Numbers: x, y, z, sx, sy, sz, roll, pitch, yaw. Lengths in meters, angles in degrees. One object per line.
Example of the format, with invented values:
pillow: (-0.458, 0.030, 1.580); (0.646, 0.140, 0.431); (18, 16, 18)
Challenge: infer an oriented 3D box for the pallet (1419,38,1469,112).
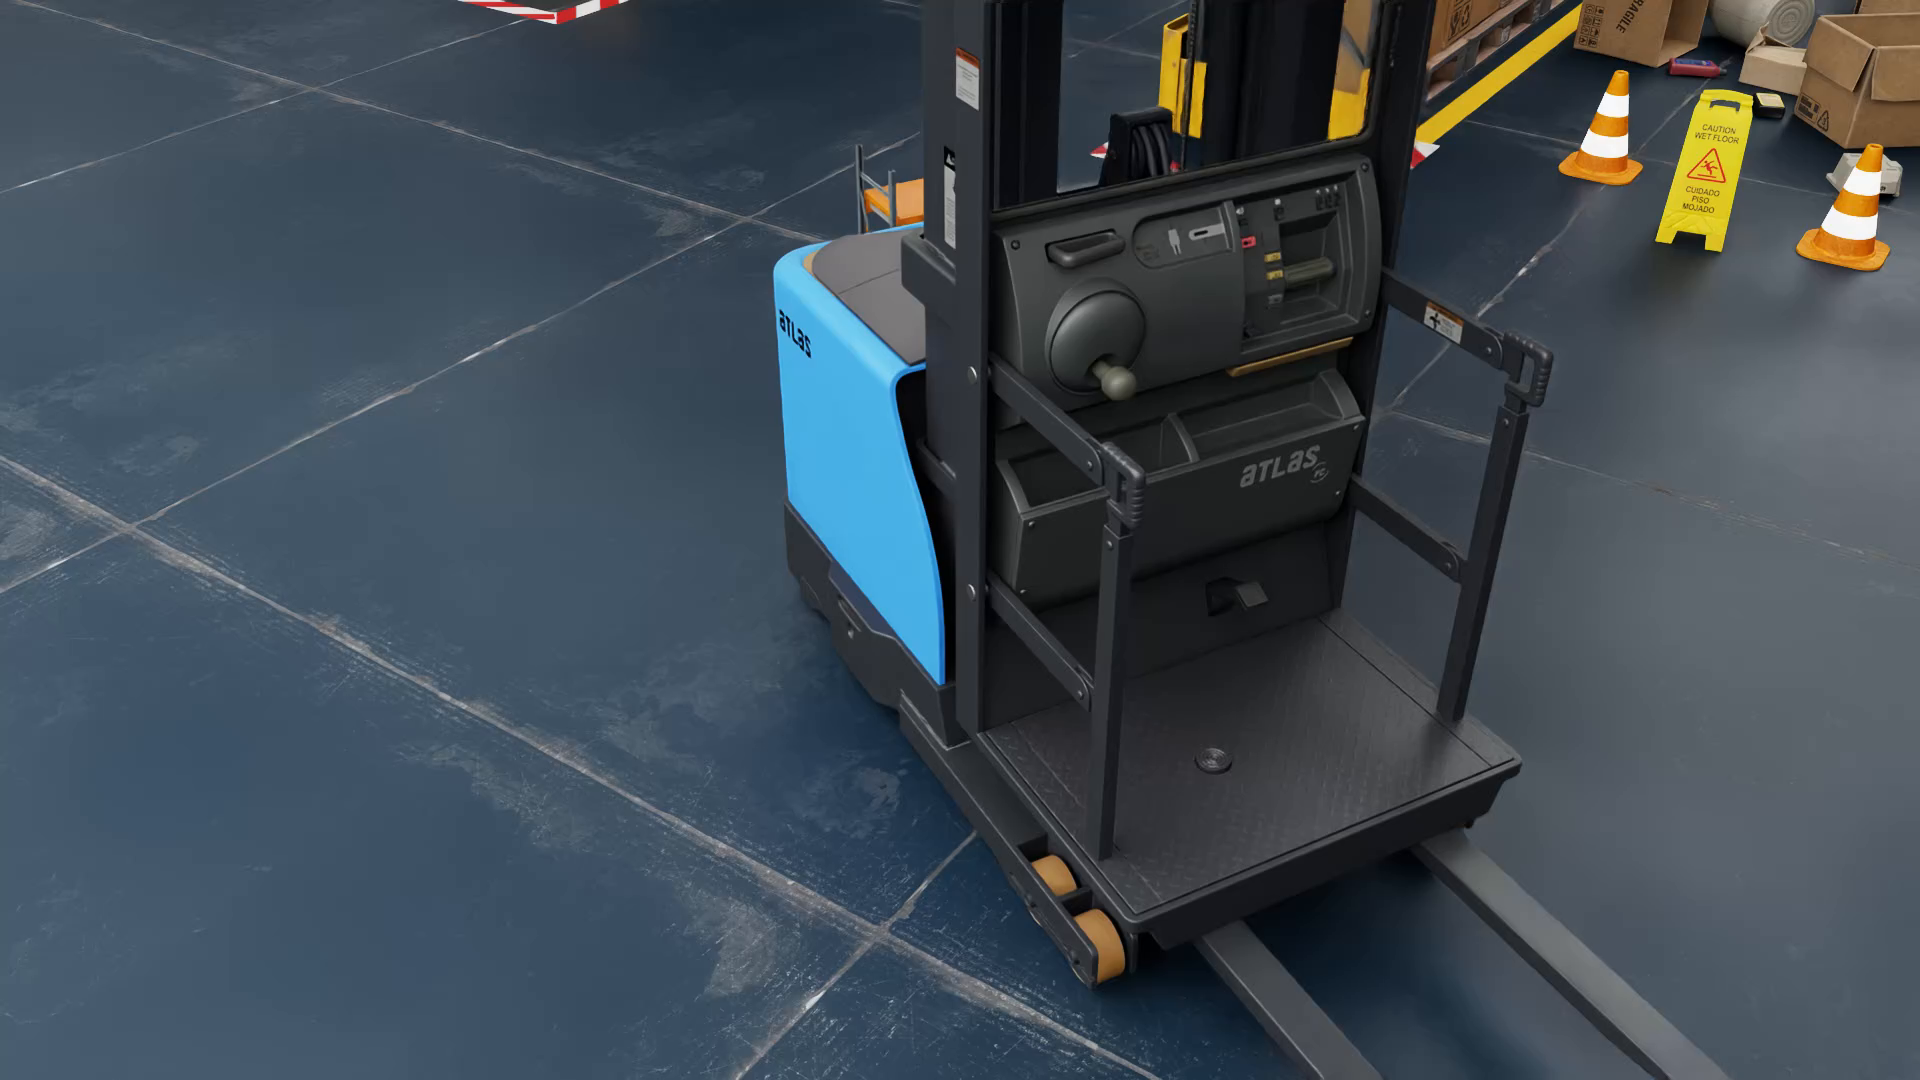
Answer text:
pallet: (1.938, -2.436, 8.663); (1.003, 0.211, 1.213); (21, 39, 28)

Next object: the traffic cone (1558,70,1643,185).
traffic cone: (3.016, -1.938, 7.703); (0.336, 0.463, 0.334); (21, 39, 28)

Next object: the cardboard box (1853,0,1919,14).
cardboard box: (5.119, -2.735, 8.725); (0.797, 0.637, 0.503); (21, 39, 28)

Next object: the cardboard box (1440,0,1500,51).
cardboard box: (2.379, -3.231, 8.871); (0.875, 0.875, 0.875); (21, 39, 27)

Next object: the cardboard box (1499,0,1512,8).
cardboard box: (2.900, -3.649, 9.491); (0.875, 0.875, 0.875); (22, 40, 29)

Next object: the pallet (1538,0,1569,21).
pallet: (3.329, -3.559, 10.324); (1.003, 0.211, 1.213); (21, 39, 28)

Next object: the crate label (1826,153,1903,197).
crate label: (4.148, -1.667, 7.593); (0.250, 0.136, 0.298); (3, 34, 4)

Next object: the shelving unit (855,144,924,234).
shelving unit: (-0.024, -0.648, 5.137); (0.503, 1.200, 0.258); (-16, 37, -23)

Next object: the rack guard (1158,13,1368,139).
rack guard: (1.533, -2.151, 7.985); (1.175, 0.500, 0.348); (21, 39, 28)

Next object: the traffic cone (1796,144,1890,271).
traffic cone: (3.750, -1.421, 6.937); (0.336, 0.463, 0.334); (21, 39, 28)

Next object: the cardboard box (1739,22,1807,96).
cardboard box: (4.360, -2.527, 8.750); (0.396, 0.266, 0.258); (29, 44, 36)

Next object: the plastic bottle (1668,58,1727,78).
plastic bottle: (3.970, -2.538, 8.949); (0.283, 0.061, 0.133); (8, 35, 12)

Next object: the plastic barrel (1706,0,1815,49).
plastic barrel: (4.441, -2.960, 9.248); (0.421, 0.421, 0.512); (-9, 35, -13)

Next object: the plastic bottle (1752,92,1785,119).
plastic bottle: (4.122, -2.230, 8.493); (0.133, 0.061, 0.283); (8, 35, 12)

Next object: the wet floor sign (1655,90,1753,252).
wet floor sign: (3.157, -1.577, 7.006); (0.267, 0.644, 0.232); (14, 37, 20)

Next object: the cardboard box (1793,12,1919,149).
cardboard box: (4.592, -2.246, 8.122); (0.797, 0.503, 0.637); (-3, 34, -4)

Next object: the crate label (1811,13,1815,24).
crate label: (4.762, -3.033, 9.613); (0.298, 0.136, 0.250); (-3, 34, -4)

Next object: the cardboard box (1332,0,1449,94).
cardboard box: (1.879, -2.825, 8.271); (0.875, 0.875, 0.875); (21, 40, 28)

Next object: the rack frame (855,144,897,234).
rack frame: (-0.240, -0.585, 5.043); (0.015, 1.200, 0.240); (-16, 37, -23)

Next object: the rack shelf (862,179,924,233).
rack shelf: (-0.024, -0.974, 4.918); (0.480, 0.148, 0.258); (-16, 37, -23)

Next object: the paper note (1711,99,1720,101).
paper note: (3.927, -2.289, 8.626); (0.123, 0.001, 0.032); (-15, 37, -21)

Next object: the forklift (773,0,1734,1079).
forklift: (0.612, -0.500, 3.373); (1.130, 2.935, 3.031); (-16, 37, -23)

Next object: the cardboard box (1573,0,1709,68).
cardboard box: (3.785, -2.962, 9.182); (0.500, 0.500, 0.500); (29, 44, 36)

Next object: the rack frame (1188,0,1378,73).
rack frame: (1.547, -3.198, 7.301); (1.000, 3.000, 0.127); (21, 39, 28)

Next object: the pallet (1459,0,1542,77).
pallet: (2.634, -2.995, 9.490); (1.003, 0.211, 1.213); (21, 39, 28)
